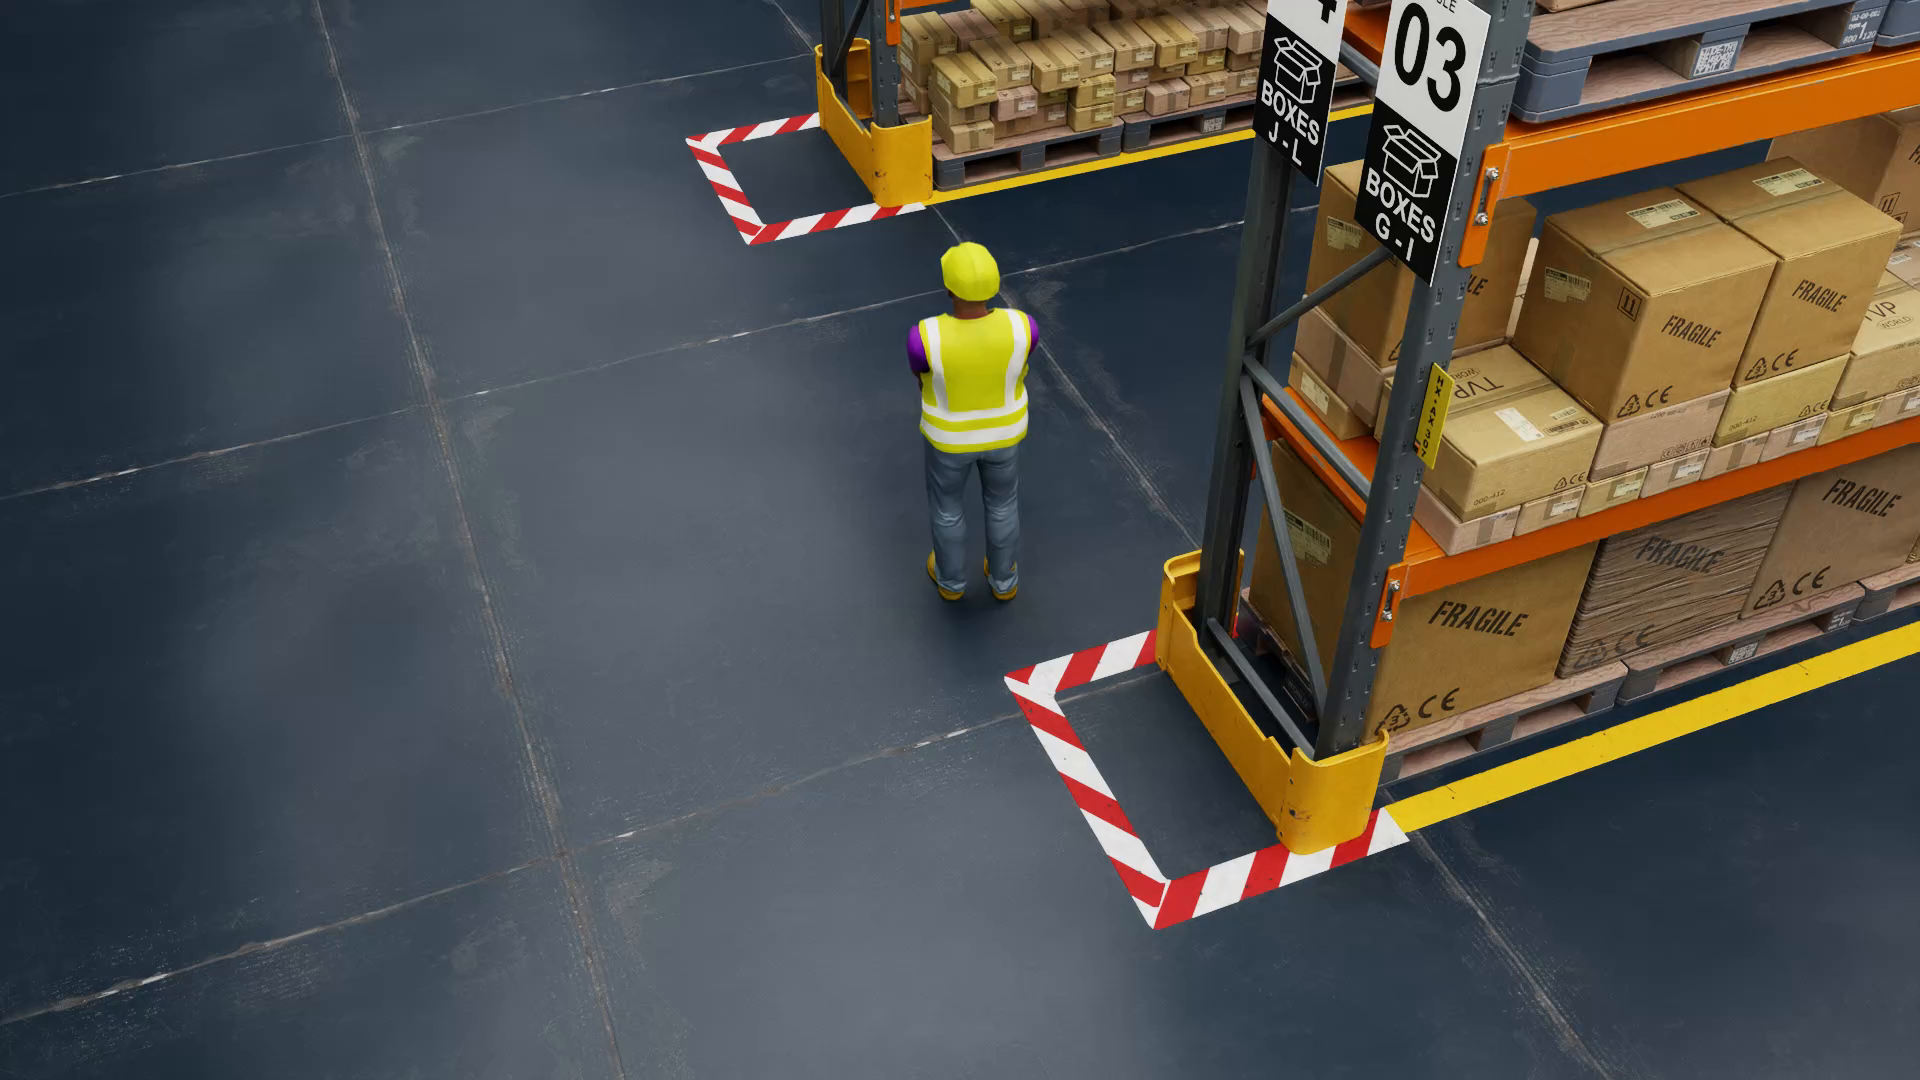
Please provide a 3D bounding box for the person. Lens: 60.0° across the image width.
[{"bbox_3d":[0.024,-0.500,6.711,0.503,1.760,0.576,-7,42,-8],"label":"person"}]
